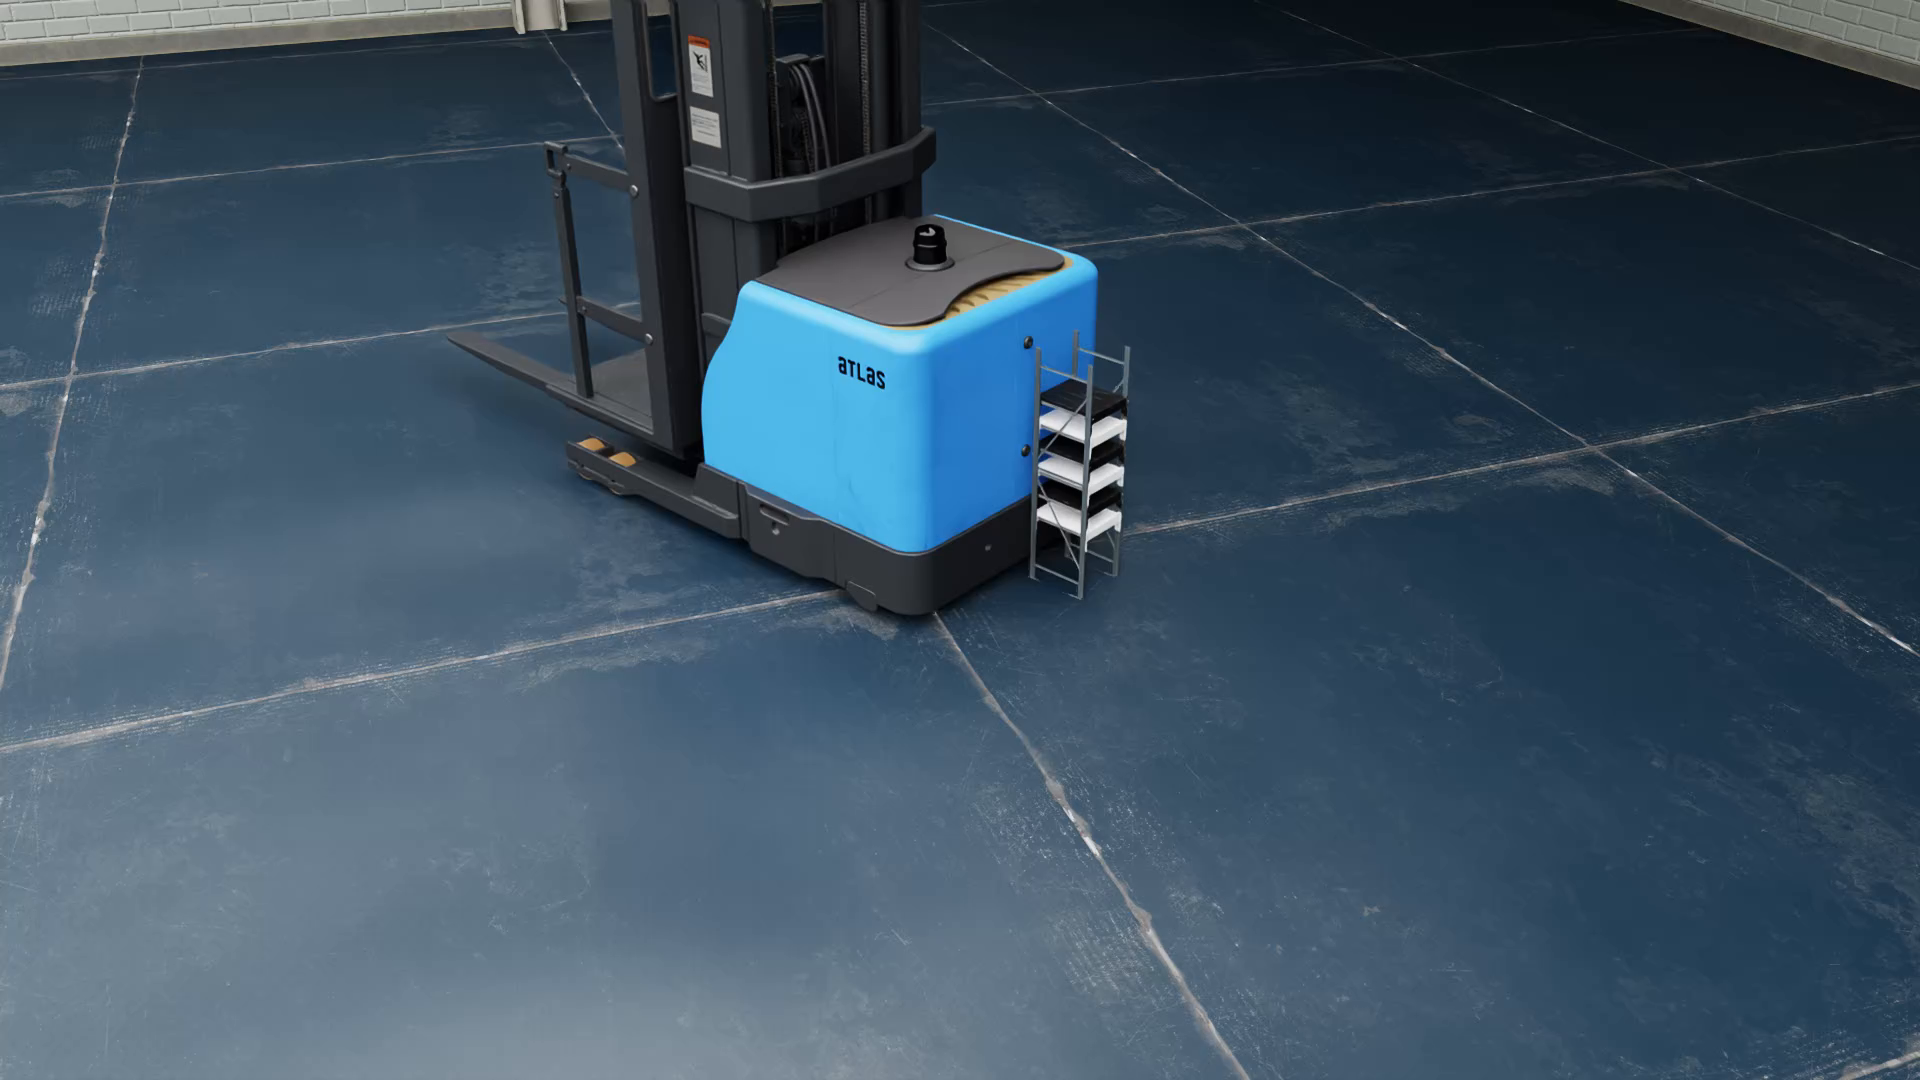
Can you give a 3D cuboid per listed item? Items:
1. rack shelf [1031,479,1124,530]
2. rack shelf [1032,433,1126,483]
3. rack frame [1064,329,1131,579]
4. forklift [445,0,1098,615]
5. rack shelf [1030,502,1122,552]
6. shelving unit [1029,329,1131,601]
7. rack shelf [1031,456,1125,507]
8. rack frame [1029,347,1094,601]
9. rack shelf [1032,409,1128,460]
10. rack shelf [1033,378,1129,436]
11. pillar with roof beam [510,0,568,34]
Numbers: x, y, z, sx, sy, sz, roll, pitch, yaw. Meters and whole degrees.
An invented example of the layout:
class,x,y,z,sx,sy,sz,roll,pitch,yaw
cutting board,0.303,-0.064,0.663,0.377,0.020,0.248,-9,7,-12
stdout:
class,x,y,z,sx,sy,sz,roll,pitch,yaw
rack shelf,0.411,-0.146,5.846,0.258,0.077,0.200,24,37,35
rack shelf,0.412,-0.302,5.757,0.258,0.077,0.200,24,37,35
rack frame,0.479,-0.291,5.851,0.240,0.900,0.006,24,37,35
forklift,-0.939,-1.623,6.137,3.031,2.935,1.130,24,37,35
rack shelf,0.411,-0.068,5.891,0.258,0.077,0.200,24,37,35
shelving unit,0.411,-0.253,5.785,0.258,0.900,0.210,24,37,35
rack shelf,0.411,-0.224,5.801,0.258,0.077,0.200,24,37,35
rack frame,0.344,-0.216,5.718,0.240,0.900,0.006,24,37,35
rack shelf,0.412,-0.381,5.712,0.258,0.077,0.200,24,37,35
rack shelf,0.412,-0.459,5.667,0.258,0.077,0.200,24,37,35
pillar with roof beam,-1.930,-6.103,7.871,0.400,9.000,9.100,-10,31,-18
